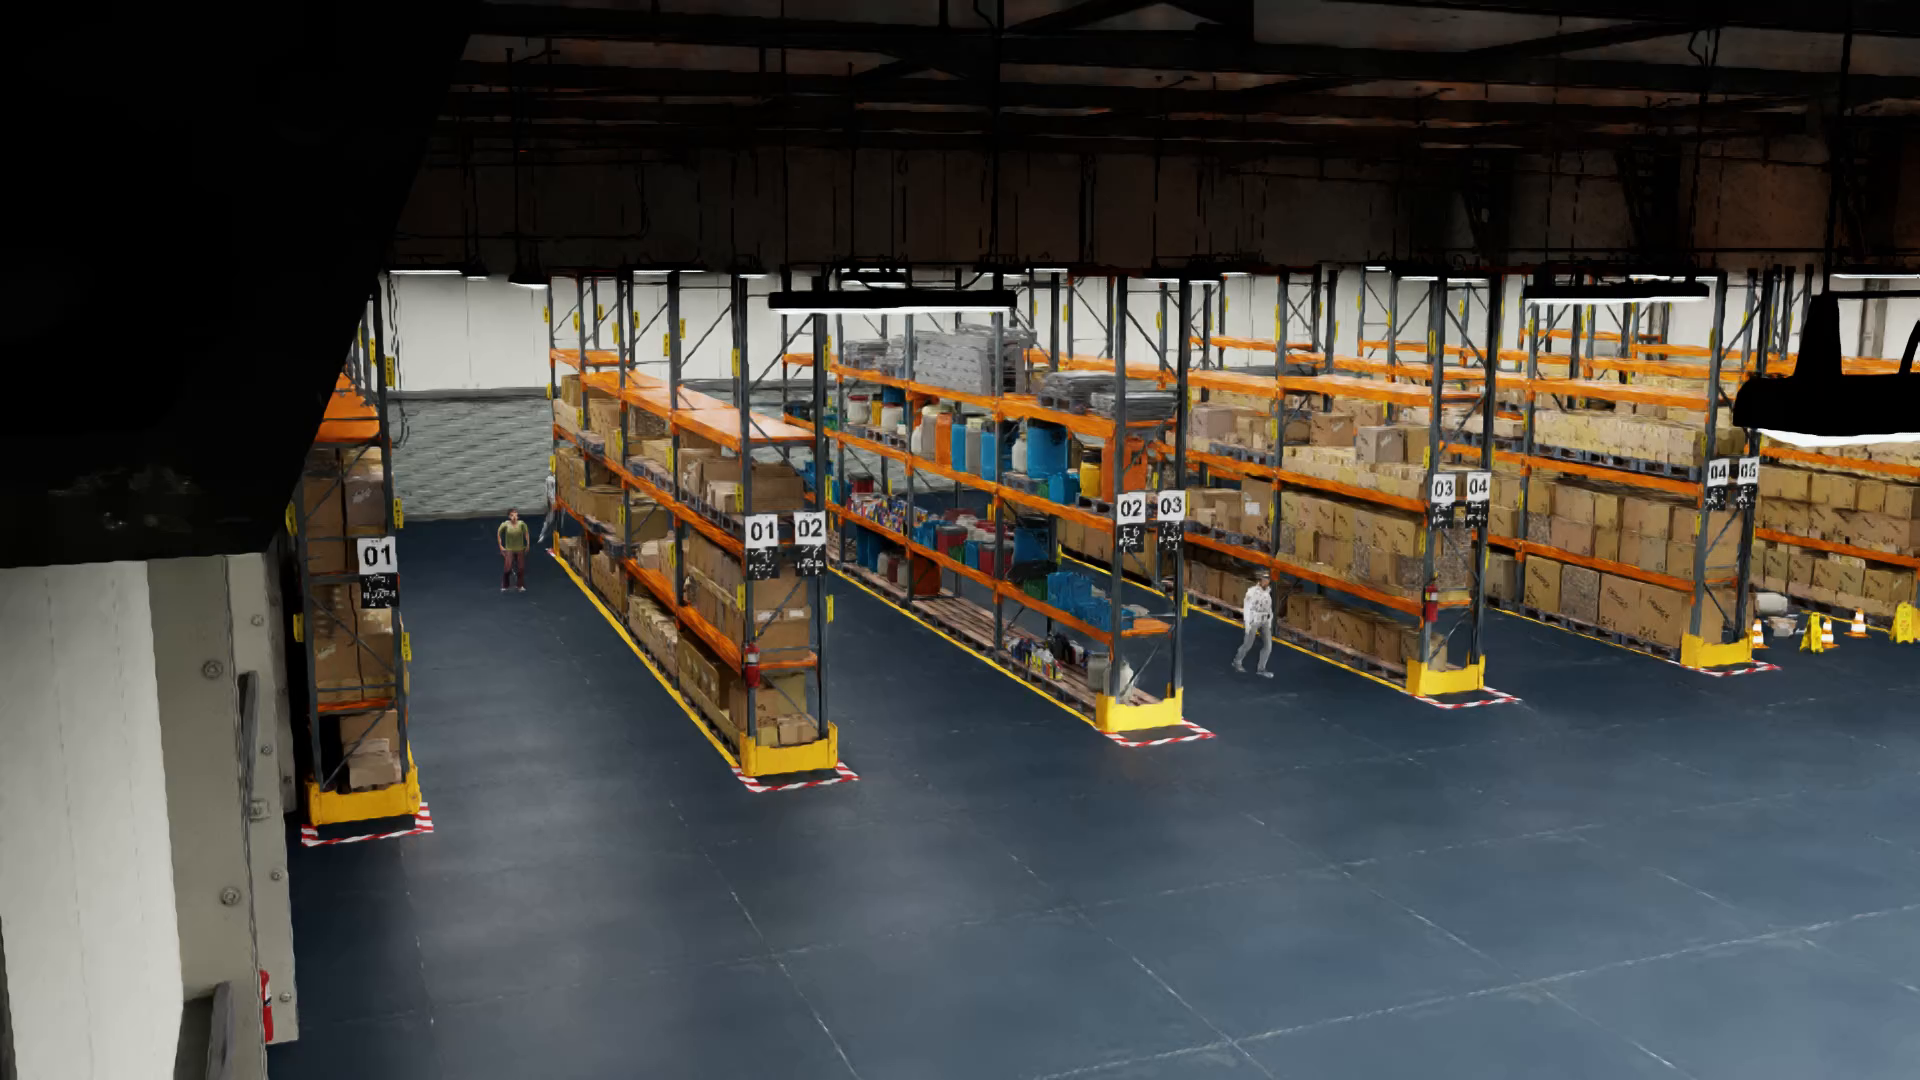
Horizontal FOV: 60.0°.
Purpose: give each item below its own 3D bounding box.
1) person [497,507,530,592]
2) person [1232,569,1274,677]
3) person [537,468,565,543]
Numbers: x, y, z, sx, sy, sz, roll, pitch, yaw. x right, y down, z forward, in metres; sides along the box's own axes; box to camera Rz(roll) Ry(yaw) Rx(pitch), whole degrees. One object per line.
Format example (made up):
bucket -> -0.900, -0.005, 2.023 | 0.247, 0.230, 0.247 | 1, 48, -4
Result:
person -> -8.312, 0.164, 30.982 | 0.598, 1.585, 0.507 | -4, 11, -22
person -> 4.414, 1.207, 25.003 | 0.618, 1.645, 0.659 | -6, 11, -29
person -> -8.910, -0.810, 36.220 | 0.493, 1.766, 0.713 | 4, 11, 22
